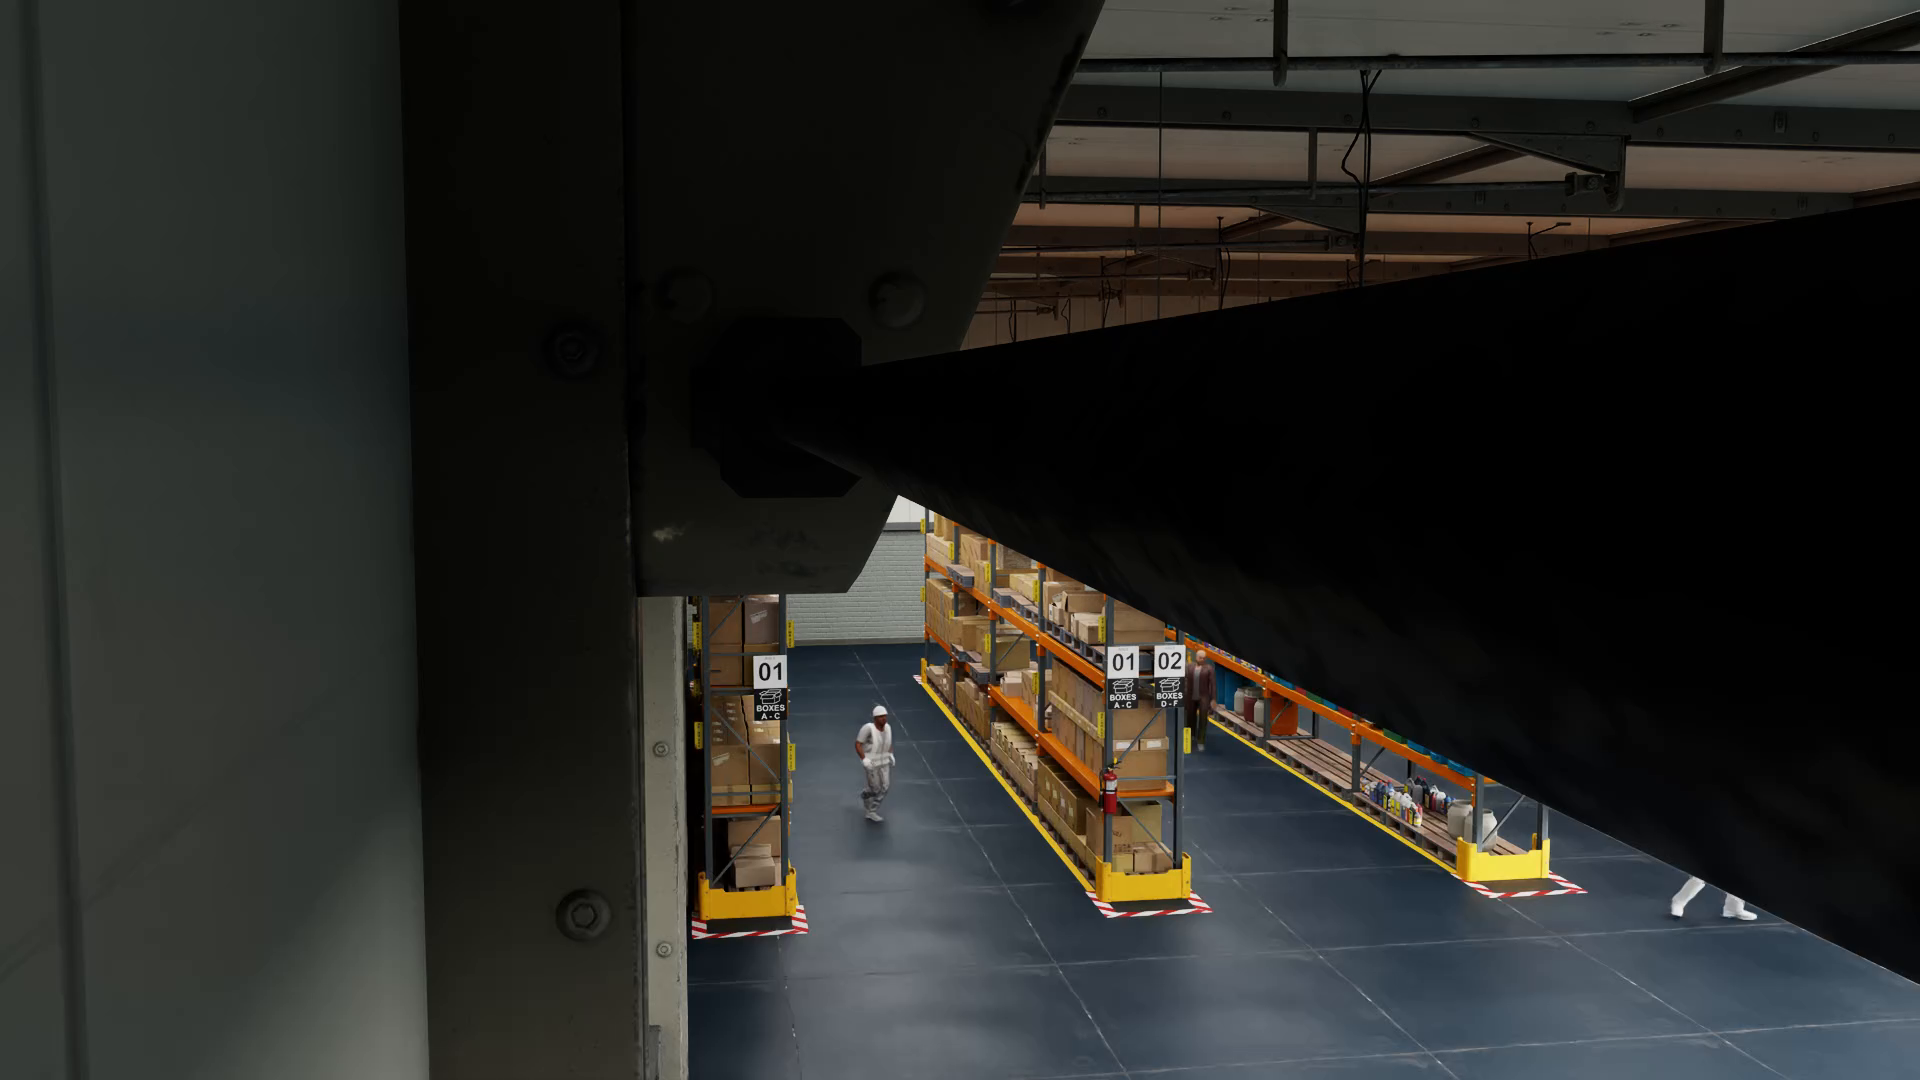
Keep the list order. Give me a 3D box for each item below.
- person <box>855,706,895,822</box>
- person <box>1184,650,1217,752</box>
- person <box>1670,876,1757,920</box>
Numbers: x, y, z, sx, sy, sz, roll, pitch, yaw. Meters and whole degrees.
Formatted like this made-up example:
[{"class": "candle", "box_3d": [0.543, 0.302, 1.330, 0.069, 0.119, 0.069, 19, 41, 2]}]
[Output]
[{"class": "person", "box_3d": [-1.288, 3.303, 24.724, 0.681, 1.722, 0.587, -4, 6, -37]}, {"class": "person", "box_3d": [4.227, 2.839, 29.794, 0.767, 1.774, 0.821, 2, 6, 25]}, {"class": "person", "box_3d": [9.059, 3.714, 19.998, 0.907, 1.715, 0.789, -3, 6, -34]}]
